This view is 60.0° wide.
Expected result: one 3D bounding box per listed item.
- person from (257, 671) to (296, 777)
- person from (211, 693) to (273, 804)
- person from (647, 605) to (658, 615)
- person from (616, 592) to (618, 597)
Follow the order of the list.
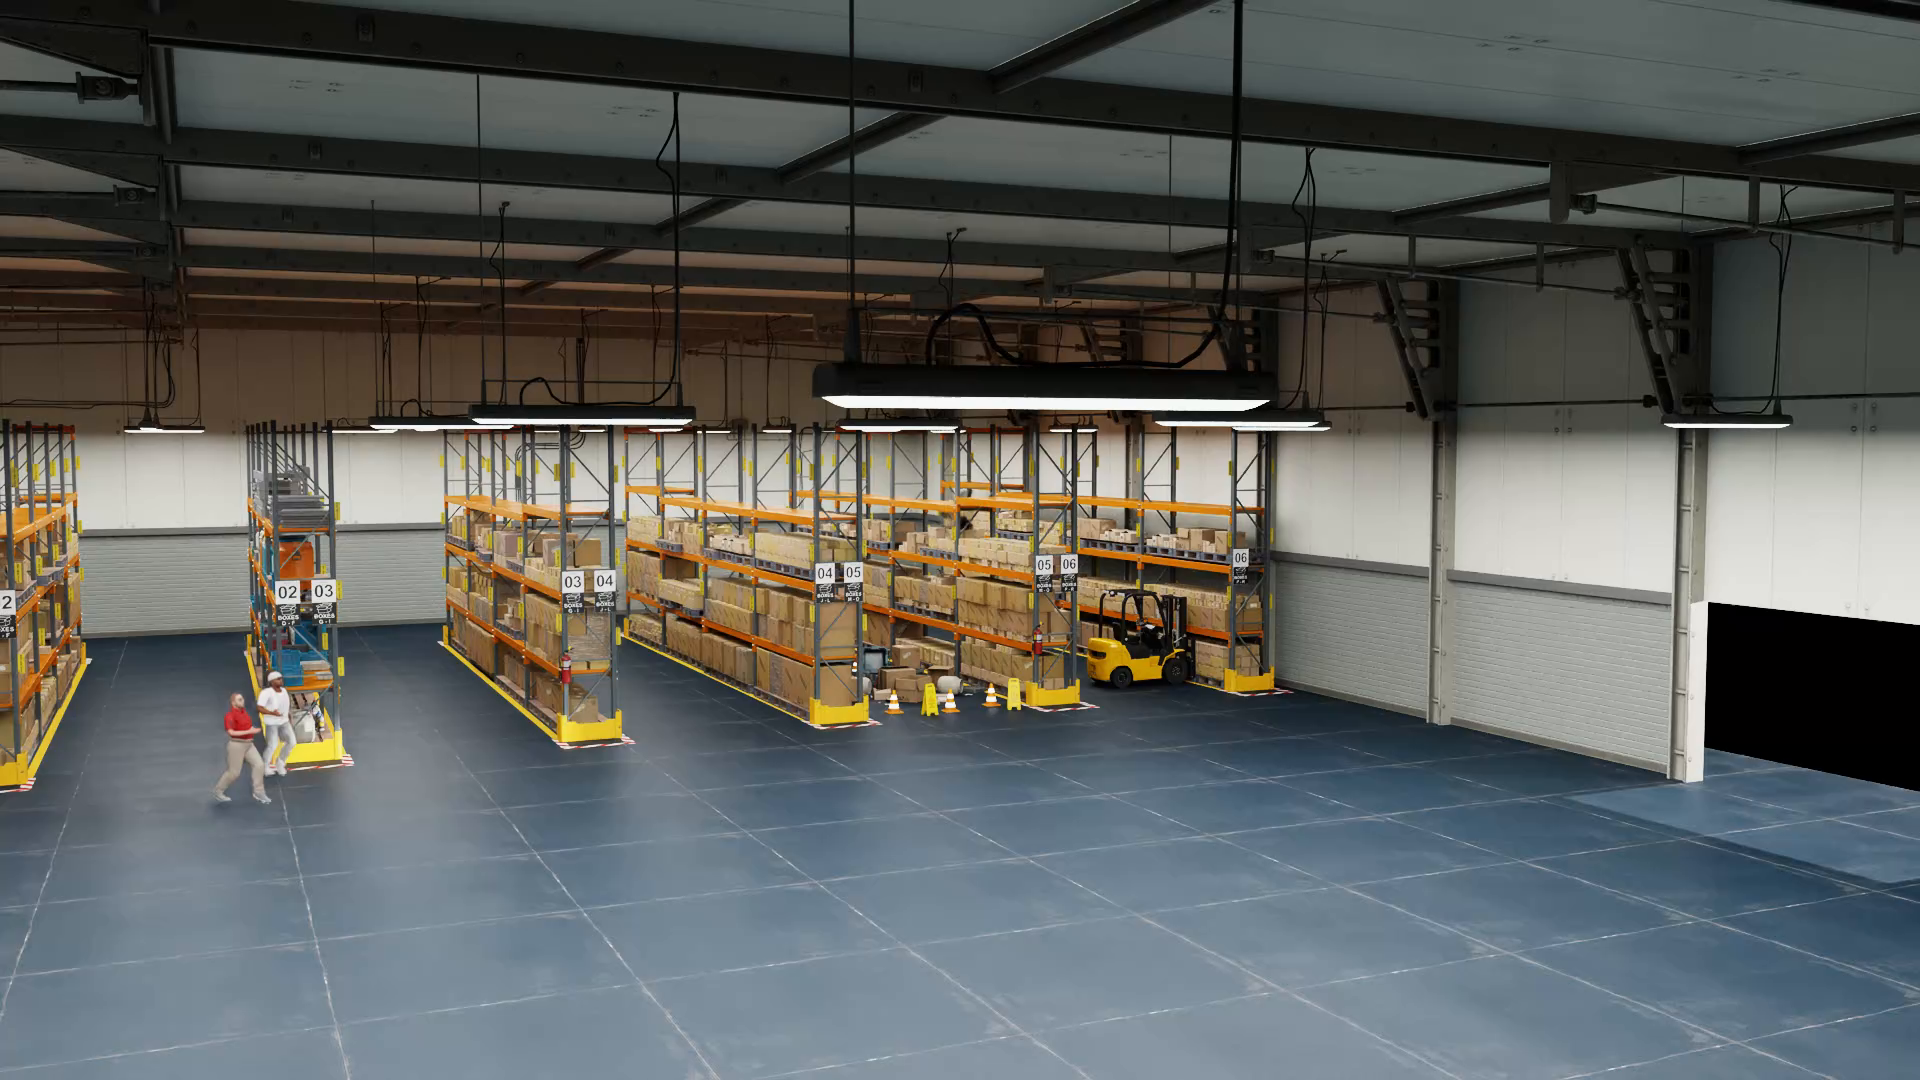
[{"bbox_3d":[-11.474,3.100,27.986,0.594,1.770,0.719,2,4,27],"label":"person"},{"bbox_3d":[-11.178,3.259,25.878,0.866,1.762,0.668,0,4,6],"label":"person"},{"bbox_3d":[-9.010,1.839,49.298,0.518,1.624,0.602,-2,4,-26],"label":"person"},{"bbox_3d":[-10.524,1.846,48.523,0.909,1.677,0.885,-2,4,-29],"label":"person"}]
